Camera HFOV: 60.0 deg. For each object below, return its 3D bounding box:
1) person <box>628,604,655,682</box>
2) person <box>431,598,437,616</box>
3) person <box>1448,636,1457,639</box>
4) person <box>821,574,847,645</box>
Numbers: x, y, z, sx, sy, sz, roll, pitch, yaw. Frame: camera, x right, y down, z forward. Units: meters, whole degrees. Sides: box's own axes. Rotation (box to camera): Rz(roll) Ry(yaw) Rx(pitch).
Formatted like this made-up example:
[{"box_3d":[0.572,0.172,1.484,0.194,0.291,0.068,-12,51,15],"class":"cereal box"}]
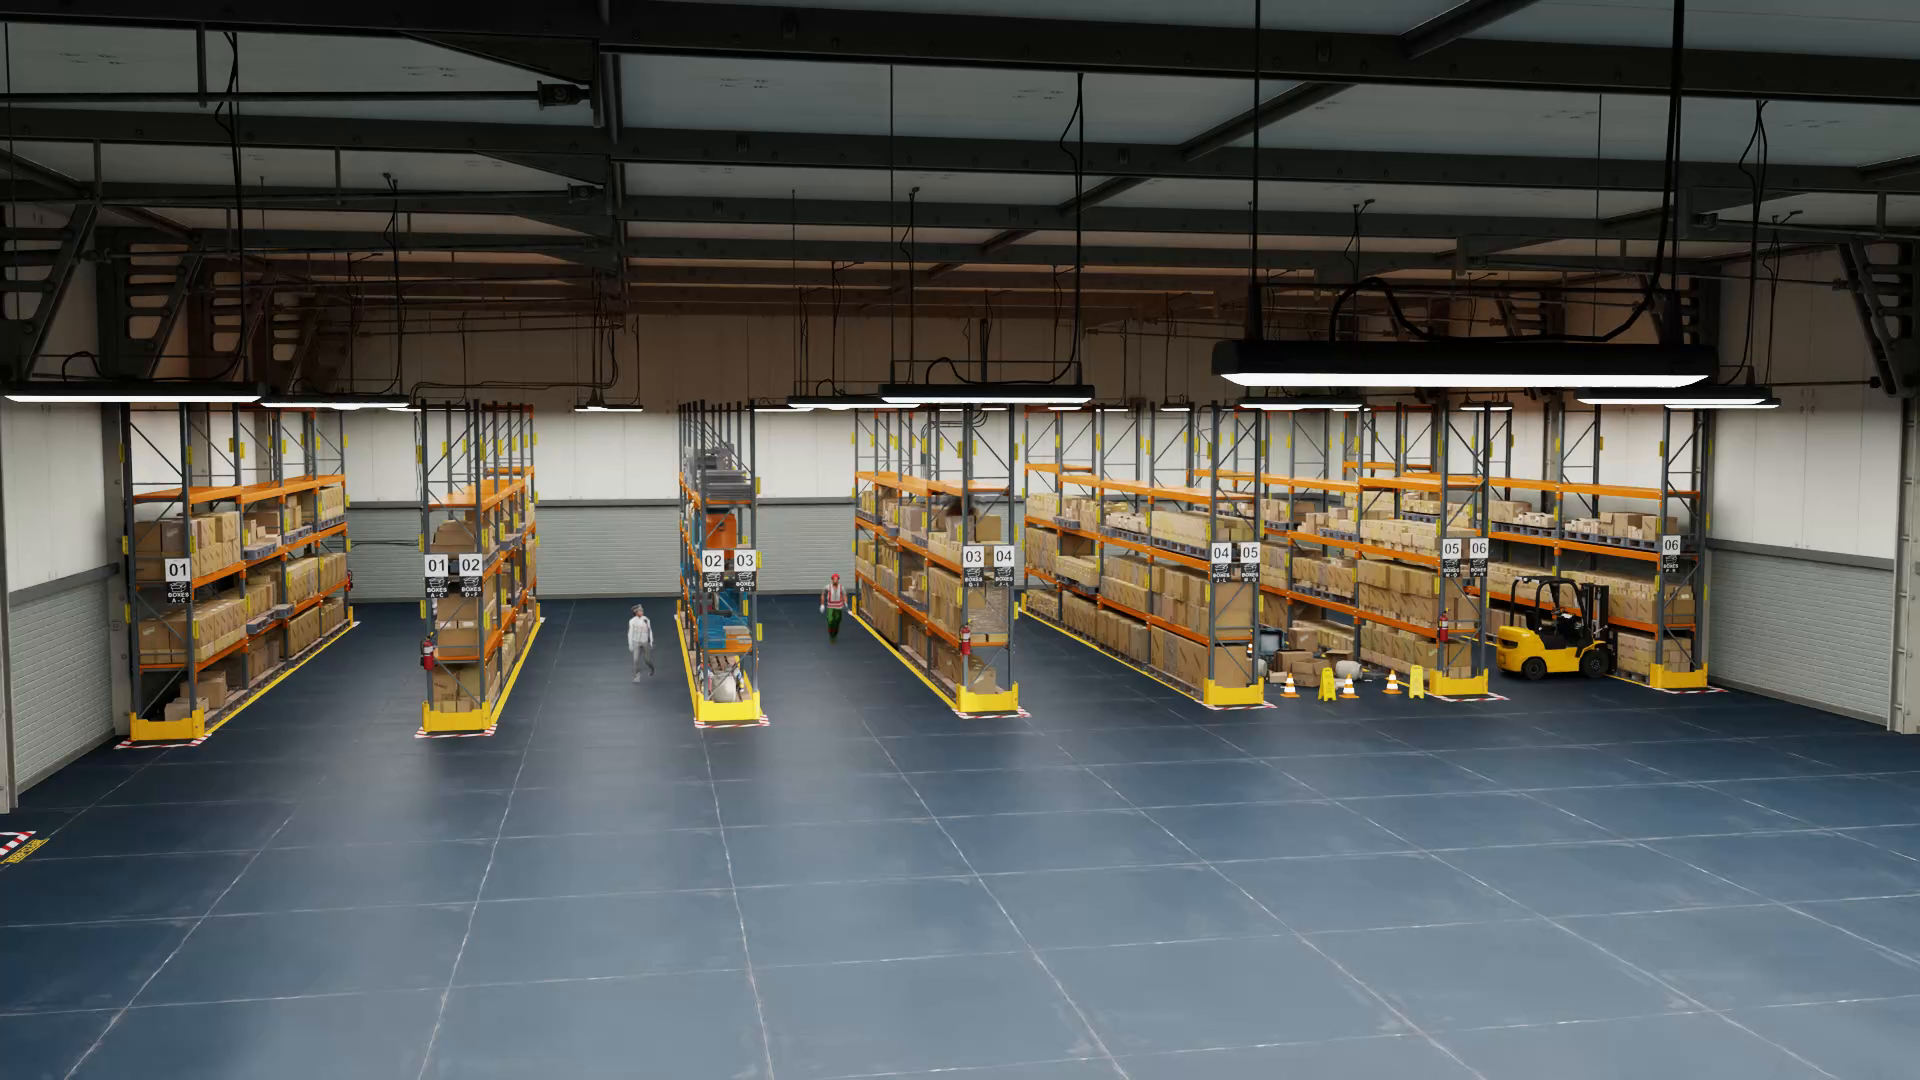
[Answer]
[{"box_3d":[-6.846,2.192,35.700,0.506,1.652,0.731,0,4,6],"class":"person"},{"box_3d":[-14.758,1.300,46.776,0.503,1.756,0.908,-1,4,-15],"class":"person"},{"box_3d":[11.330,1.957,38.303,0.441,1.773,0.563,1,4,14],"class":"person"},{"box_3d":[-3.154,1.743,41.667,0.657,1.813,0.877,-1,4,-8],"class":"person"}]
